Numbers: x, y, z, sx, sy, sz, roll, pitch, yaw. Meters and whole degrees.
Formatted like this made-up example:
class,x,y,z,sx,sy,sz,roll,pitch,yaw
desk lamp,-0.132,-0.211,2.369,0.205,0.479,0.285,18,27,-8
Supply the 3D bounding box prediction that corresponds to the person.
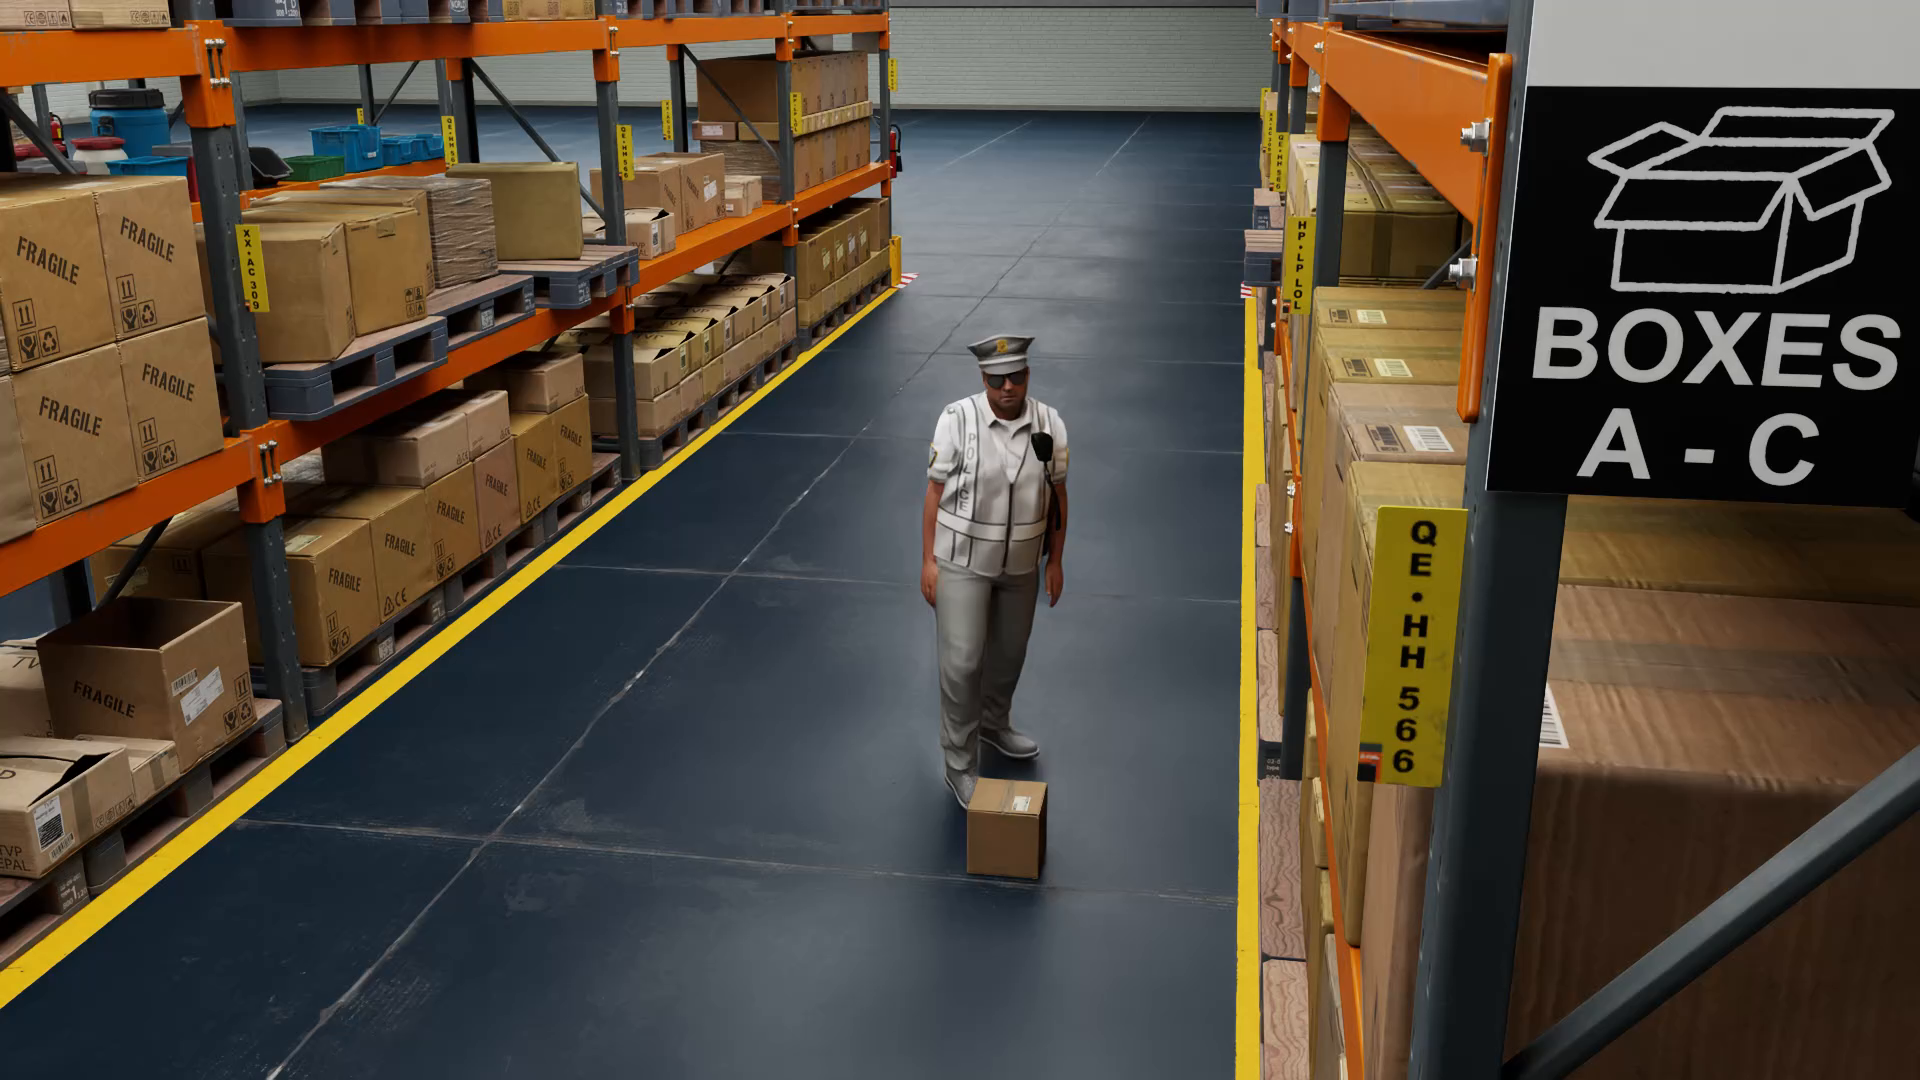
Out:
class,x,y,z,sx,sy,sz,roll,pitch,yaw
person,0.141,0.083,6.236,0.564,1.759,0.663,-6,19,-19
